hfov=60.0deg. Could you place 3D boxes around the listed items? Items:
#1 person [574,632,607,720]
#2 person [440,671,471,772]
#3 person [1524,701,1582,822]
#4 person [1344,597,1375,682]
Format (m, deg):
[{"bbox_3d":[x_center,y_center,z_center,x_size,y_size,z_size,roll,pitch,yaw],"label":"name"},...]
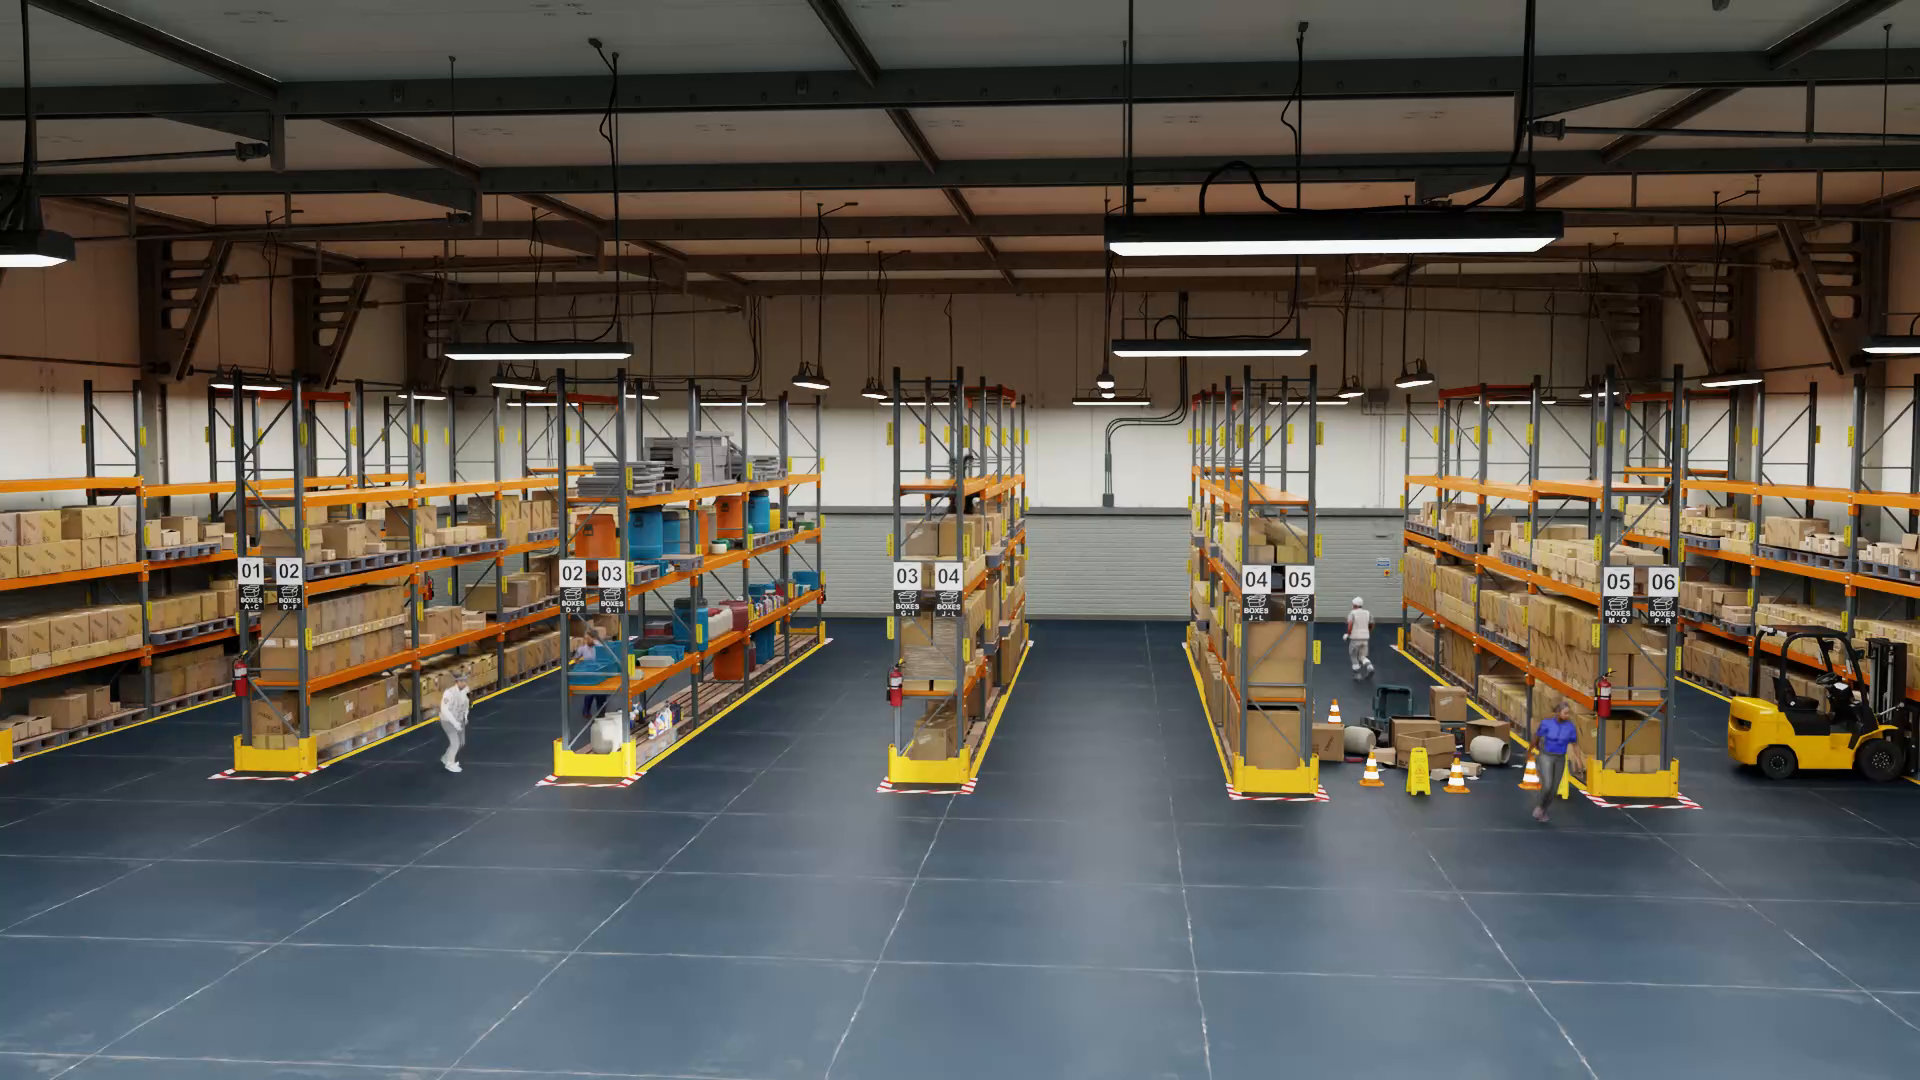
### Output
[{"bbox_3d":[-6.466,2.423,29.505,0.625,1.606,0.755,-2,4,-33],"label":"person"},{"bbox_3d":[-7.545,2.695,24.753,0.772,1.544,0.602,2,4,28],"label":"person"},{"bbox_3d":[7.677,2.865,21.470,0.557,1.613,0.698,-1,4,-9],"label":"person"},{"bbox_3d":[8.187,2.042,33.880,0.651,1.738,0.791,-1,4,-13],"label":"person"}]
